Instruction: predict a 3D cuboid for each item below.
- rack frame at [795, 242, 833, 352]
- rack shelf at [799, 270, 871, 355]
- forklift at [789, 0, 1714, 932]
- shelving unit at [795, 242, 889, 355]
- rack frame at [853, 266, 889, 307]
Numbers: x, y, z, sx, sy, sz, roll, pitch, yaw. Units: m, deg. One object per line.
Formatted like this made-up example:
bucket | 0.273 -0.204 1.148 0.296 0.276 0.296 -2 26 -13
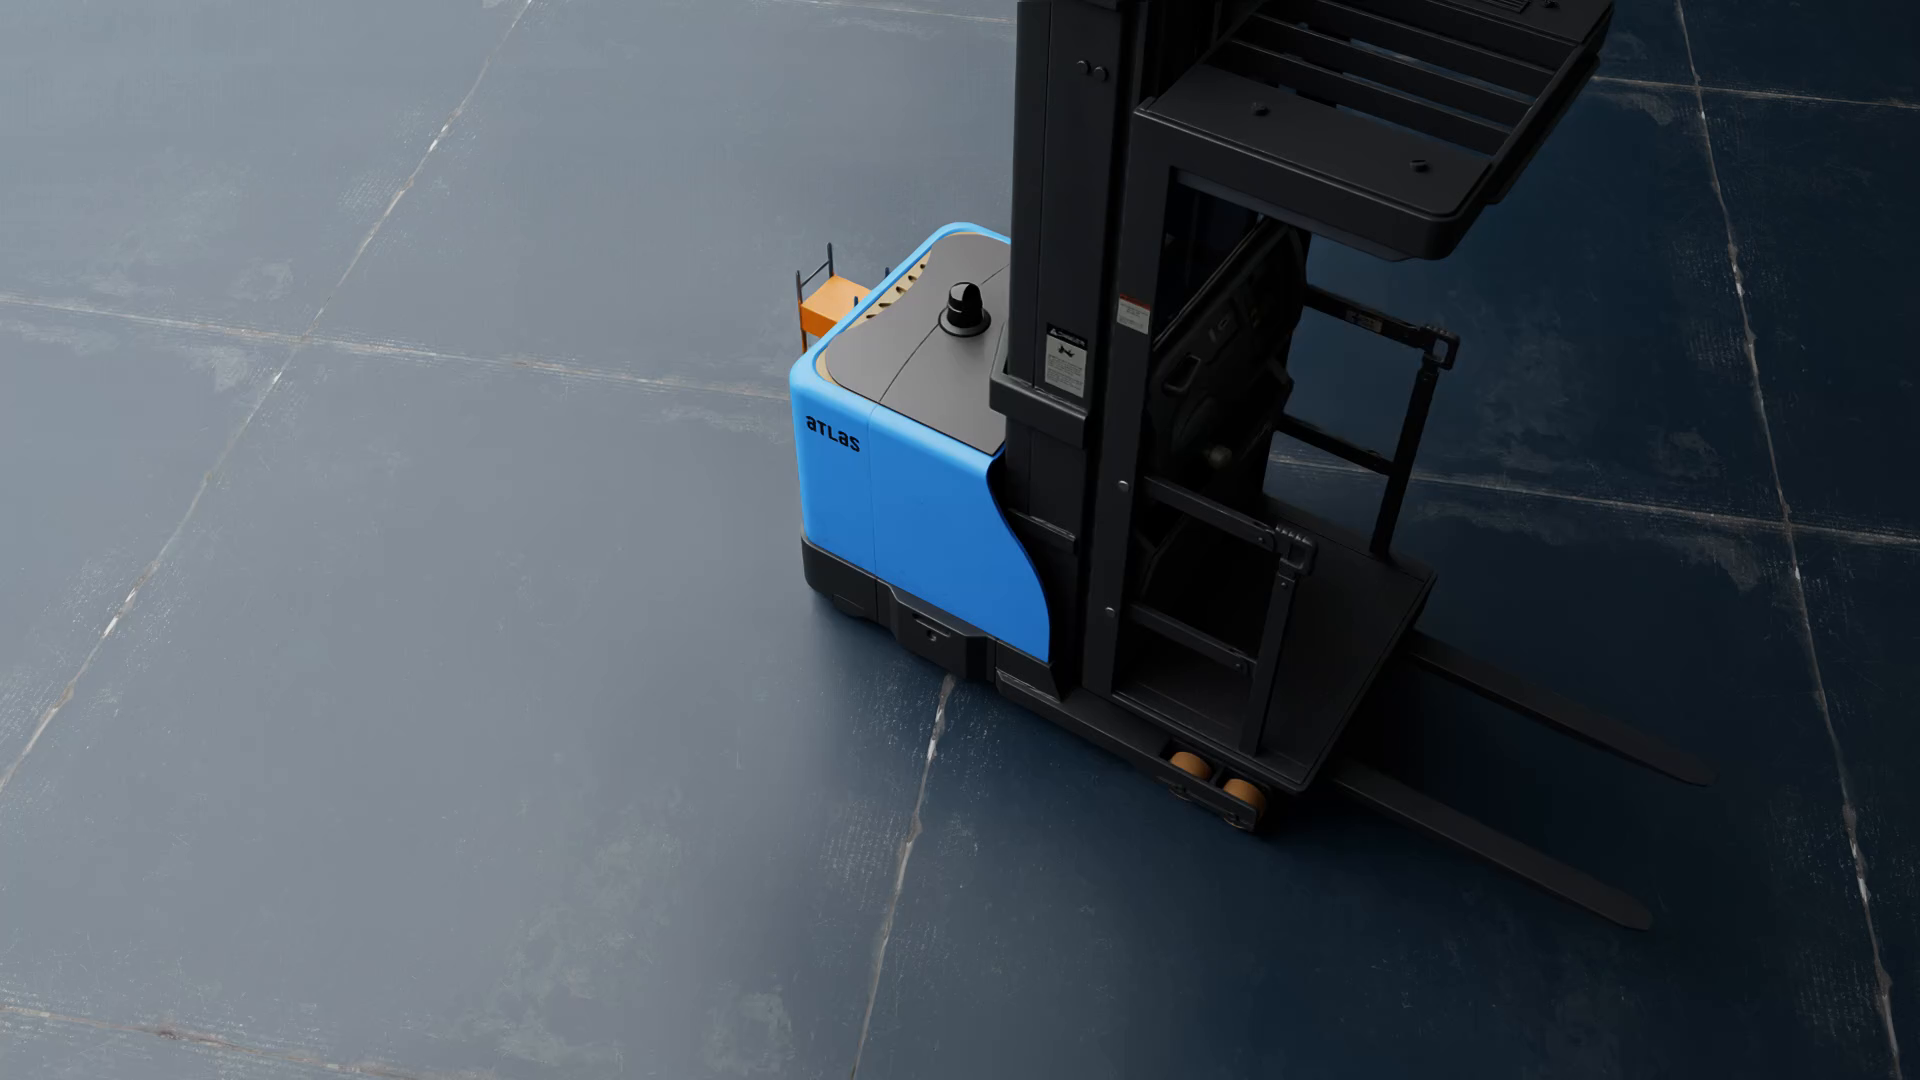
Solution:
rack frame | -0.503 -0.620 6.102 0.008 1.050 0.200 26 53 22
rack shelf | -0.401 -0.753 5.854 0.240 0.259 0.215 26 53 22
forklift | 0.948 -0.499 4.728 3.031 2.935 1.130 26 53 22
shelving unit | -0.401 -0.570 6.057 0.252 1.050 0.215 26 53 22
rack frame | -0.299 -0.521 6.012 0.008 1.050 0.200 26 53 22
